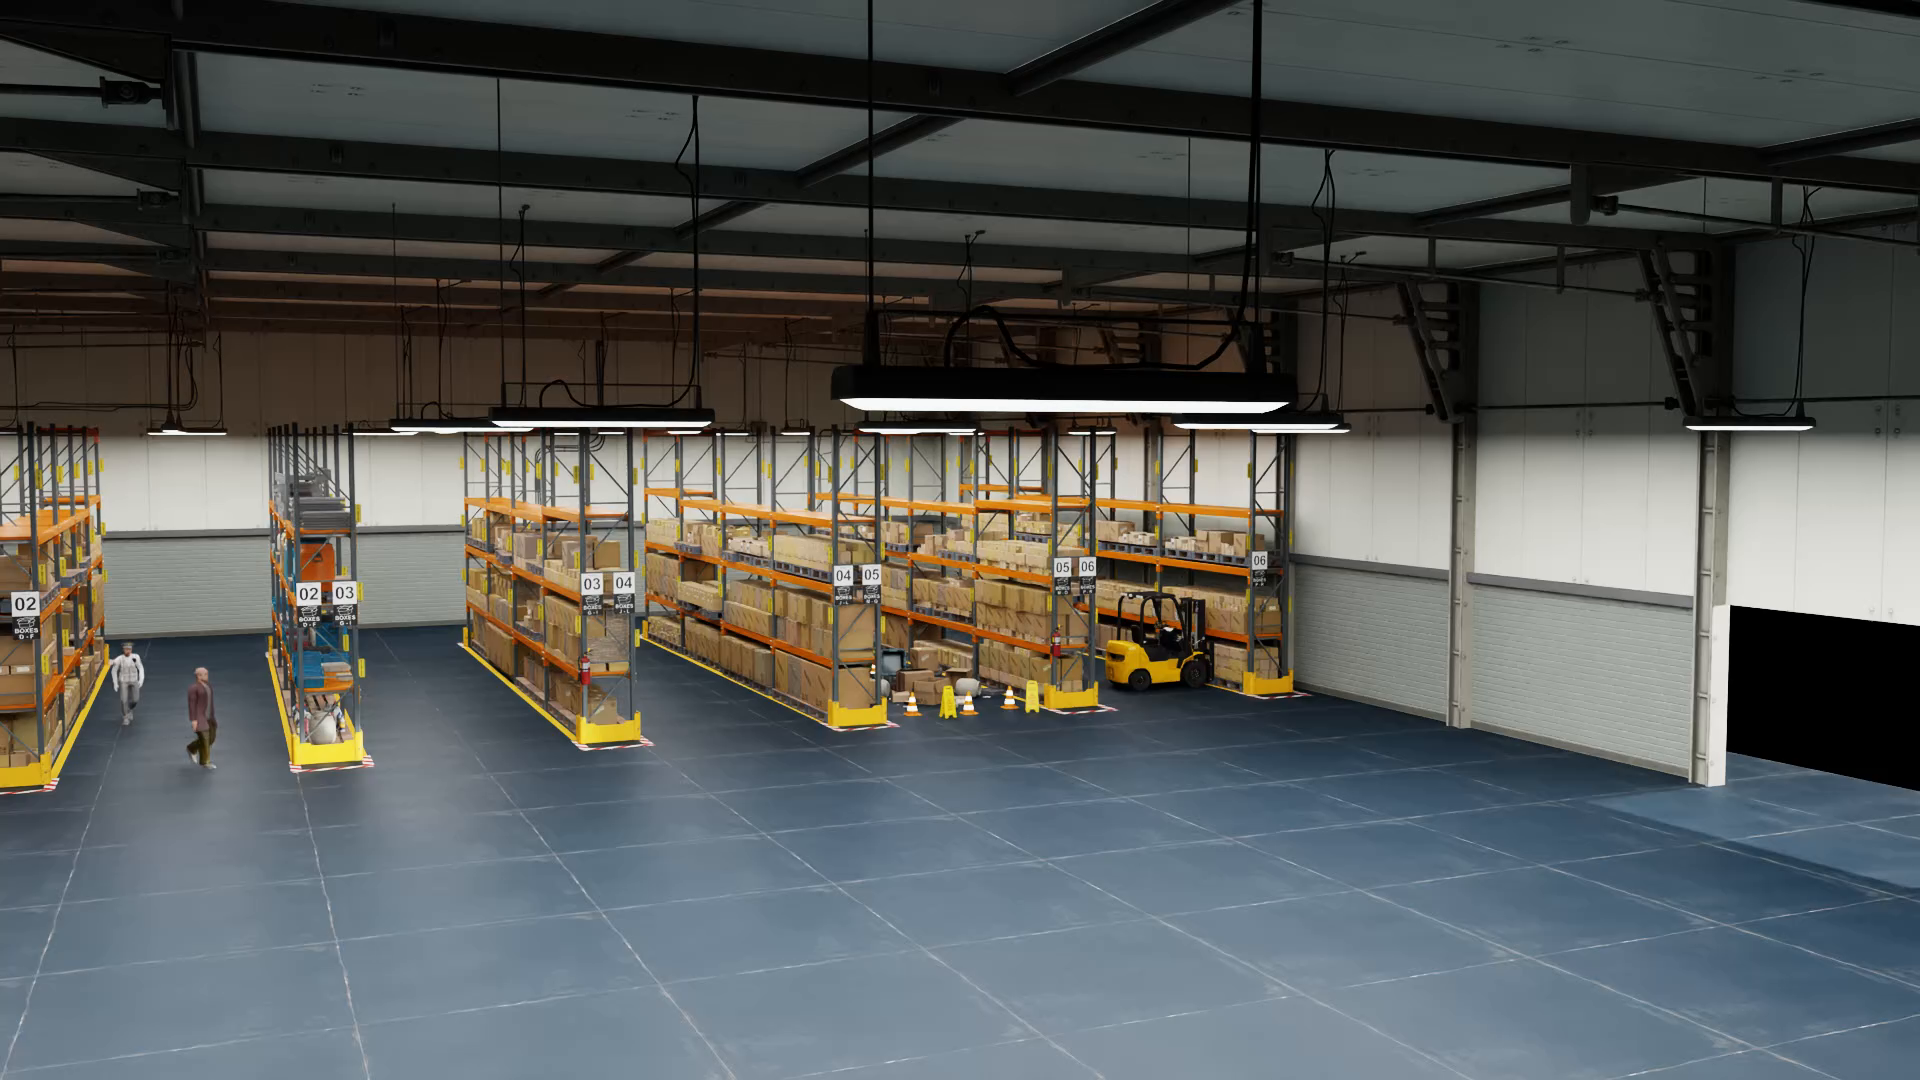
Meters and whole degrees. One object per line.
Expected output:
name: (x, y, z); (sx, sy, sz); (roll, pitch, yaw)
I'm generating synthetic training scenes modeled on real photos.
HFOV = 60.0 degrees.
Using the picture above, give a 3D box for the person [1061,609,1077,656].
person: (2.664, 2.471, 39.880); (0.487, 1.743, 0.579); (-2, 4, -29)

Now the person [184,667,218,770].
person: (-13.144, 3.067, 28.723); (0.793, 1.757, 0.584); (1, 4, 20)

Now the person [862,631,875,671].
person: (-2.279, 2.325, 40.849); (0.593, 1.785, 0.461); (-2, 4, -27)

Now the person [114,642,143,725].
person: (-16.747, 2.863, 33.464); (0.536, 1.659, 0.548); (-2, 4, -33)
